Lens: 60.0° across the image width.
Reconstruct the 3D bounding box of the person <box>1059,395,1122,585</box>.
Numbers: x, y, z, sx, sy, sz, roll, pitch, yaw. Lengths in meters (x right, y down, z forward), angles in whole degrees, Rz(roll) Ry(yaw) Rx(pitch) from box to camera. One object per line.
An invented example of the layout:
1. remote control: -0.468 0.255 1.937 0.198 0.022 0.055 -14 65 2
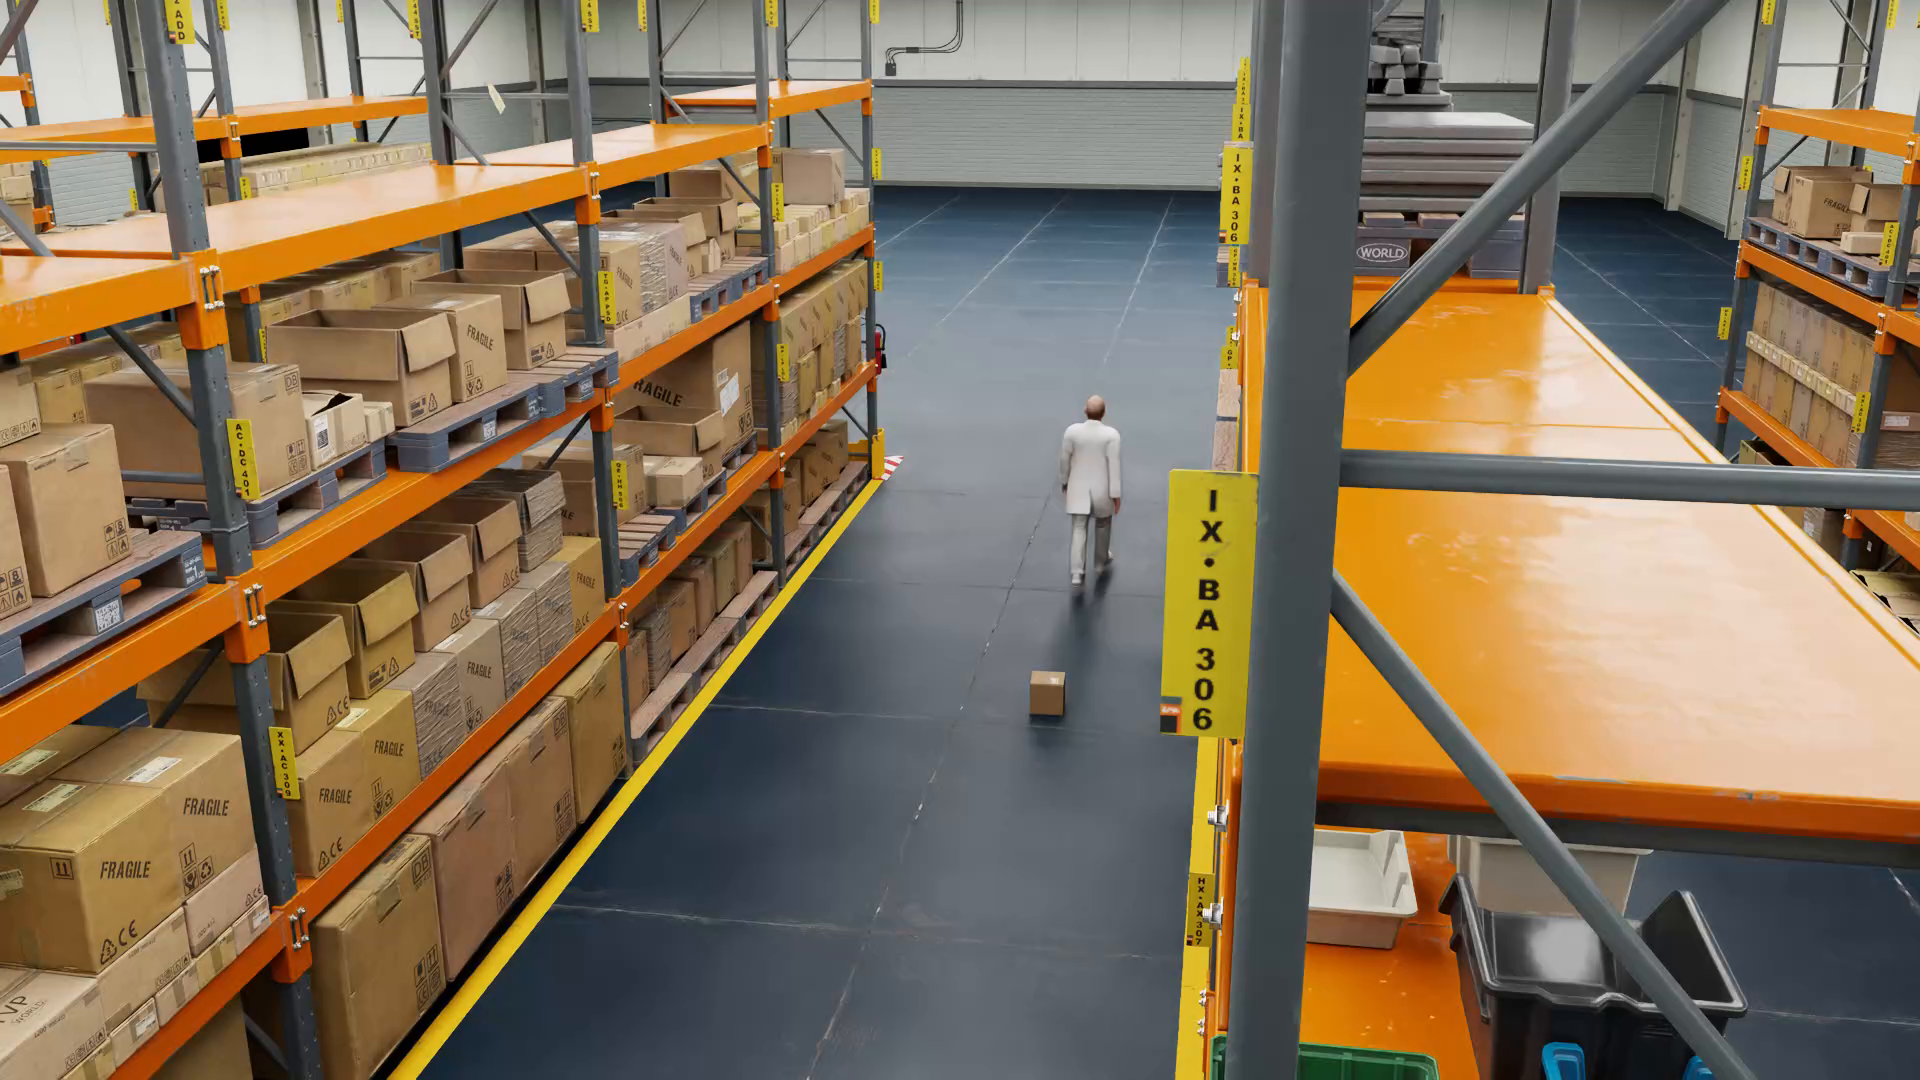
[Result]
1. person: 1.184 -0.472 15.061 0.609 1.733 1.102 4 18 11
